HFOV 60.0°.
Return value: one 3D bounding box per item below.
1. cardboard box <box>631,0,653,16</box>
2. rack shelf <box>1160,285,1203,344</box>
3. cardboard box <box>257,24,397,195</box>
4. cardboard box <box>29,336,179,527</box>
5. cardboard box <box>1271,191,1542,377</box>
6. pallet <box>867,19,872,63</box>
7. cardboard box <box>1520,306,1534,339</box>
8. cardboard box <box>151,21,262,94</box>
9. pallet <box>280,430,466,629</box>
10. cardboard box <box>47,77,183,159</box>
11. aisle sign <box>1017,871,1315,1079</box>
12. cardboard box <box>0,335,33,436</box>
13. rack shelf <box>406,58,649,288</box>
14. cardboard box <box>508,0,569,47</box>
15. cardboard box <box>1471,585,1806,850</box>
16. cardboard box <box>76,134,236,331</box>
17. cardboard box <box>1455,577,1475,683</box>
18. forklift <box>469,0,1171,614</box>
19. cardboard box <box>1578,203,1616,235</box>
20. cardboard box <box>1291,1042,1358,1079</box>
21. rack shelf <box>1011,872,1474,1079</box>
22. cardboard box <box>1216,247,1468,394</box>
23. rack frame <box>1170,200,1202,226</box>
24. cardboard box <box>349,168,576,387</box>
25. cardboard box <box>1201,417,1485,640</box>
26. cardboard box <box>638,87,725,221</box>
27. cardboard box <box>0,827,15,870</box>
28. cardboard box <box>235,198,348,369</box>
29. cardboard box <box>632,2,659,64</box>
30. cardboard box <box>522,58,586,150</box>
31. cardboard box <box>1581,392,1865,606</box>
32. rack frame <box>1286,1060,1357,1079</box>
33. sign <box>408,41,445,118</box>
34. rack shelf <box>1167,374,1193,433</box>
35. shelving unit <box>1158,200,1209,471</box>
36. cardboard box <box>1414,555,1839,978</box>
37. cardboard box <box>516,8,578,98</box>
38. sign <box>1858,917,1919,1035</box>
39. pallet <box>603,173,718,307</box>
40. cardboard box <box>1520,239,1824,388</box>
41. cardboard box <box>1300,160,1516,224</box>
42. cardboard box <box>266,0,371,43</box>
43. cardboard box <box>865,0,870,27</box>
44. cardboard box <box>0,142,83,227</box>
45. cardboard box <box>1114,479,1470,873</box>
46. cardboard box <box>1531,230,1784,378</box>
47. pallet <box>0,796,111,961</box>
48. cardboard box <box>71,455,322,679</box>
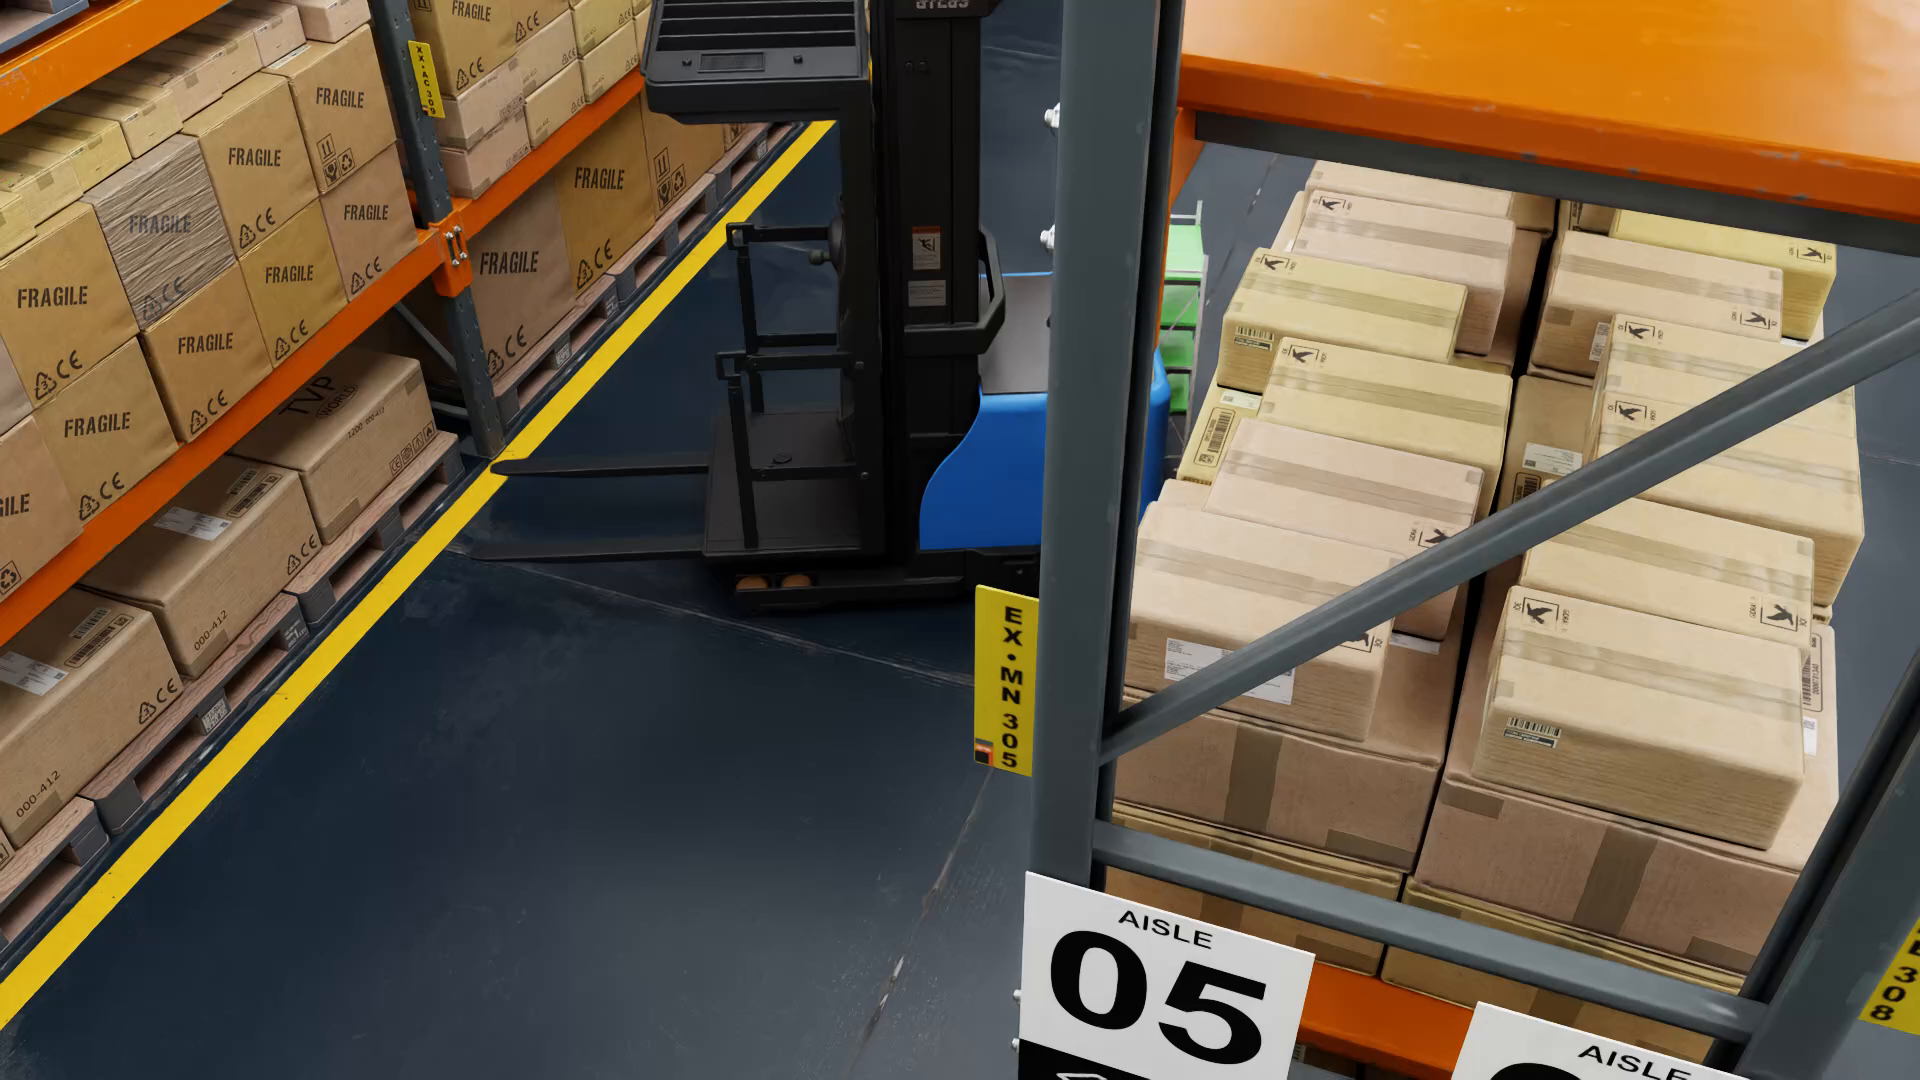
[{"bbox_3d":[-1.801,-2.946,8.576,0.500,0.250,0.500,12,42,14],"label":"cardboard box"},{"bbox_3d":[0.988,-1.090,7.786,0.258,0.148,0.480,2,41,2],"label":"rack shelf"},{"bbox_3d":[-2.638,-1.741,6.586,0.500,0.500,0.500,13,42,15],"label":"cardboard box"},{"bbox_3d":[-3.177,-0.430,5.819,0.500,0.500,0.500,15,43,17],"label":"cardboard box"},{"bbox_3d":[0.852,-0.431,3.317,0.500,0.250,0.500,14,42,16],"label":"cardboard box"},{"bbox_3d":[-1.100,-3.527,11.675,1.003,0.211,1.213,13,42,15],"label":"pallet"},{"bbox_3d":[1.510,-0.446,3.720,0.500,0.250,0.500,13,42,15],"label":"cardboard box"},{"bbox_3d":[-2.829,-1.792,6.146,0.380,0.149,0.250,13,42,15],"label":"cardboard box"},{"bbox_3d":[-3.070,-0.165,7.734,1.003,0.211,1.213,13,42,15],"label":"pallet"},{"bbox_3d":[-2.951,-1.473,5.772,0.380,0.149,0.250,13,42,15],"label":"cardboard box"},{"bbox_3d":[0.275,0.794,2.459,0.394,0.787,0.004,13,42,15],"label":"aisle sign"},{"bbox_3d":[-3.334,-0.513,5.146,0.500,0.500,0.500,13,42,15],"label":"cardboard box"},{"bbox_3d":[-2.053,-2.618,9.016,1.077,0.370,4.000,13,42,15],"label":"rack shelf"},{"bbox_3d":[-2.168,-2.611,7.606,0.500,0.500,0.500,13,42,15],"label":"cardboard box"},{"bbox_3d":[0.907,0.232,2.233,0.380,0.149,0.250,13,42,15],"label":"cardboard box"},{"bbox_3d":[-2.985,-1.121,5.859,0.500,0.500,0.500,14,42,16],"label":"cardboard box"},{"bbox_3d":[1.160,0.183,2.982,0.500,0.250,0.500,15,43,16],"label":"cardboard box"},{"bbox_3d":[-0.659,-1.147,6.790,3.031,2.935,1.130,-2,41,-3],"label":"forklift"},{"bbox_3d":[1.465,-0.709,3.336,0.380,0.149,0.250,15,43,17],"label":"cardboard box"},{"bbox_3d":[0.505,0.939,3.216,0.500,0.500,0.500,12,42,14],"label":"cardboard box"},{"bbox_3d":[1.266,-0.283,3.967,1.077,0.370,4.000,13,42,15],"label":"rack shelf"},{"bbox_3d":[0.671,-0.360,2.926,0.380,0.149,0.250,14,42,16],"label":"cardboard box"},{"bbox_3d":[1.001,-1.114,8.085,0.240,1.200,0.015,2,41,2],"label":"rack frame"},{"bbox_3d":[-2.600,-1.419,8.370,0.875,0.875,0.875,15,43,16],"label":"cardboard box"},{"bbox_3d":[0.576,-0.023,2.531,0.380,0.149,0.250,14,42,16],"label":"cardboard box"},{"bbox_3d":[-1.992,-2.517,9.656,0.875,0.875,0.875,14,42,16],"label":"cardboard box"},{"bbox_3d":[-3.973,1.158,5.686,0.875,0.438,0.875,12,42,14],"label":"cardboard box"},{"bbox_3d":[-2.826,-1.055,6.553,0.500,0.500,0.500,12,42,14],"label":"cardboard box"},{"bbox_3d":[-1.793,-2.753,8.734,0.500,0.250,0.500,13,42,14],"label":"cardboard box"},{"bbox_3d":[-2.162,-2.141,8.017,0.500,0.250,0.500,12,42,14],"label":"cardboard box"},{"bbox_3d":[1.172,-0.069,2.586,0.380,0.149,0.250,13,42,15],"label":"cardboard box"},{"bbox_3d":[0.582,1.805,3.277,1.000,3.000,0.127,13,42,15],"label":"rack frame"},{"bbox_3d":[-2.215,-1.909,6.902,0.100,0.325,0.005,13,42,15],"label":"sign"},{"bbox_3d":[0.988,-0.725,8.097,0.258,0.148,0.480,2,41,2],"label":"rack shelf"},{"bbox_3d":[0.988,-0.956,7.900,0.258,1.200,0.503,2,41,2],"label":"shelving unit"},{"bbox_3d":[0.980,0.314,2.443,0.500,0.250,0.500,14,42,16],"label":"cardboard box"},{"bbox_3d":[-2.169,-2.335,7.860,0.500,0.250,0.500,14,42,16],"label":"cardboard box"},{"bbox_3d":[1.092,0.451,1.879,0.100,0.325,0.005,13,42,15],"label":"sign"},{"bbox_3d":[-2.128,-1.845,9.704,1.003,0.211,1.213,13,42,15],"label":"pallet"},{"bbox_3d":[1.338,-0.304,3.168,0.500,0.250,0.500,14,42,16],"label":"cardboard box"},{"bbox_3d":[0.887,-0.663,3.282,0.380,0.149,0.250,14,42,16],"label":"cardboard box"},{"bbox_3d":[-2.543,-2.079,6.482,0.380,0.149,0.250,12,42,14],"label":"cardboard box"},{"bbox_3d":[-1.166,-3.614,11.330,0.950,0.372,0.625,11,42,12],"label":"cardboard box"},{"bbox_3d":[-3.109,-1.160,5.405,0.380,0.149,0.250,13,42,15],"label":"cardboard box"},{"bbox_3d":[0.500,0.193,2.586,0.500,0.250,0.500,12,42,14],"label":"cardboard box"},{"bbox_3d":[1.245,-0.398,2.971,0.380,0.149,0.250,14,43,16],"label":"cardboard box"},{"bbox_3d":[-3.904,1.323,5.990,1.003,0.211,1.213,13,42,15],"label":"pallet"},{"bbox_3d":[-3.358,0.048,6.987,0.875,0.438,0.875,12,42,14],"label":"cardboard box"}]
